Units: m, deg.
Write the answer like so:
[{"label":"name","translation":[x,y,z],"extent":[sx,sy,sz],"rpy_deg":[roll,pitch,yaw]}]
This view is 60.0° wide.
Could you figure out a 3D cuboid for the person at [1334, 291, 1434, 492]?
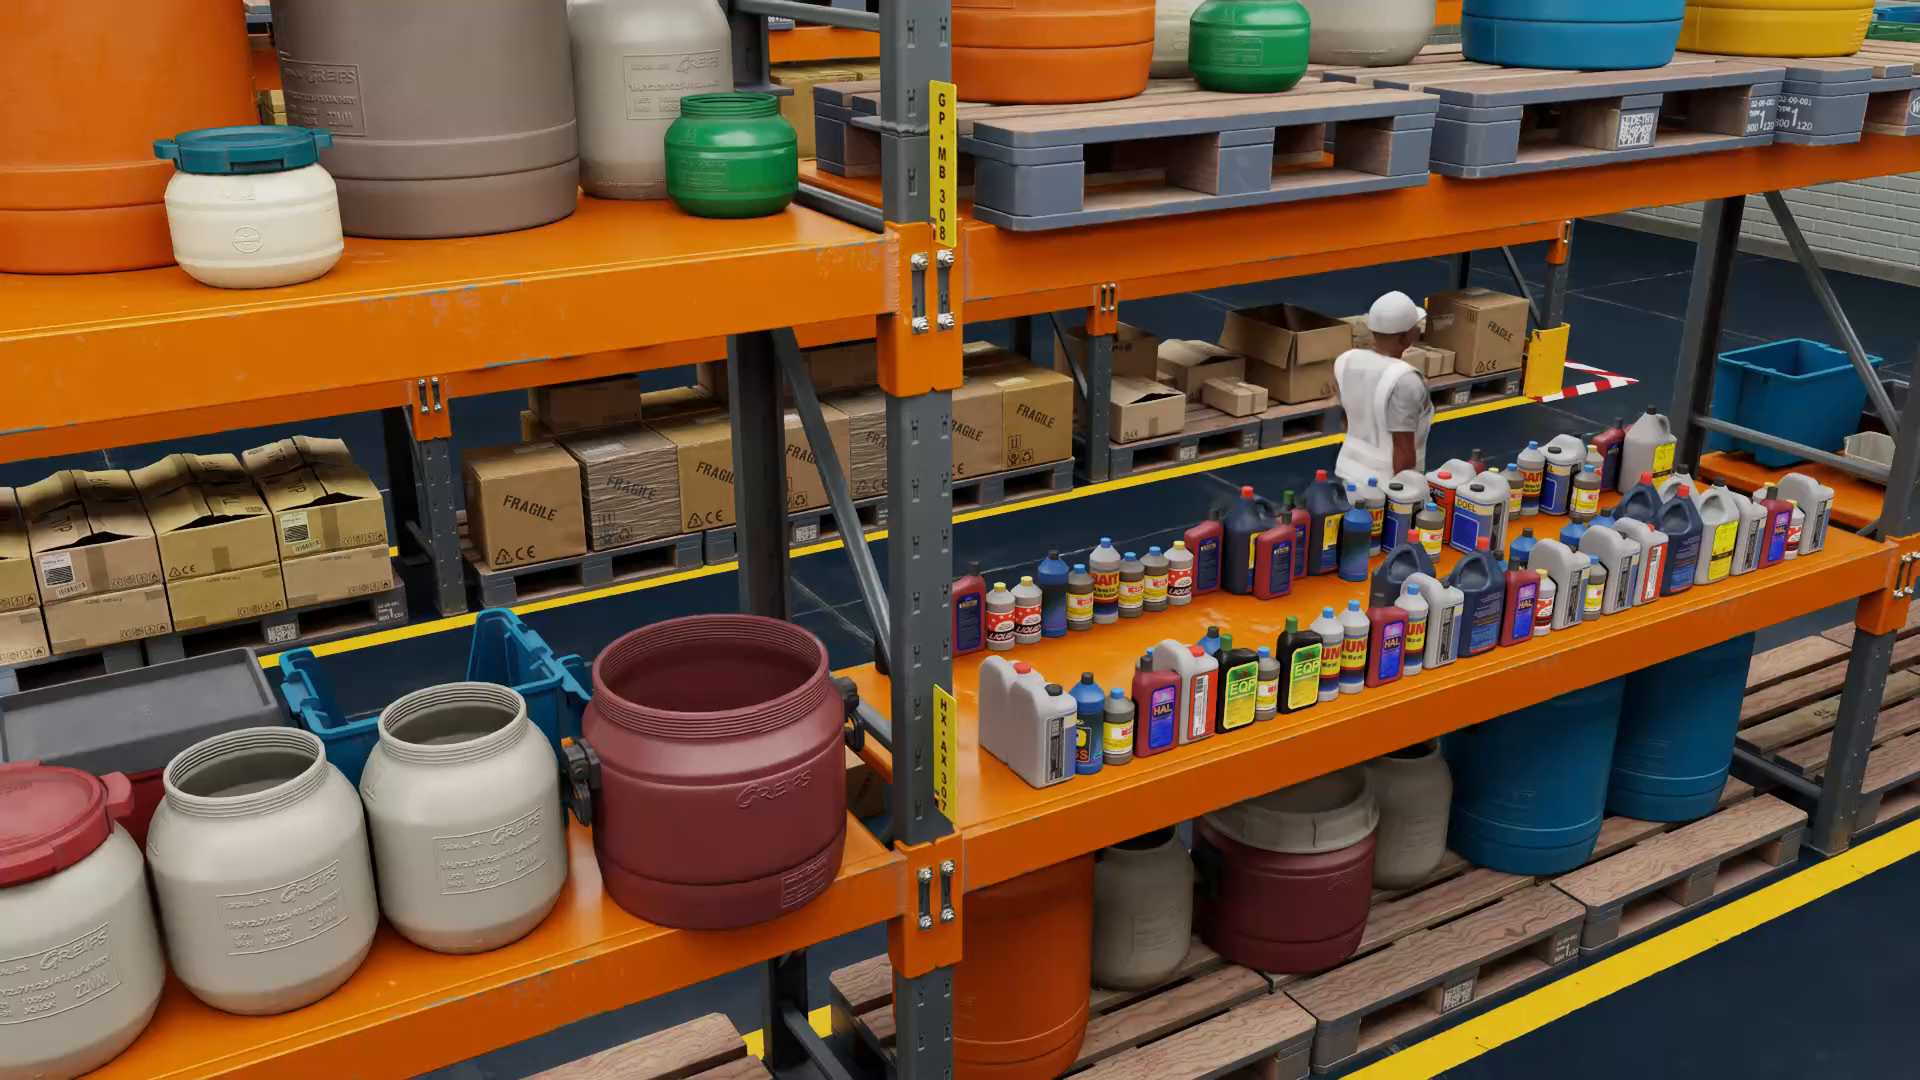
[{"label":"person","translation":[2.003,-0.259,7.743],"extent":[0.655,1.842,0.603],"rpy_deg":[-11,24,-26]}]
